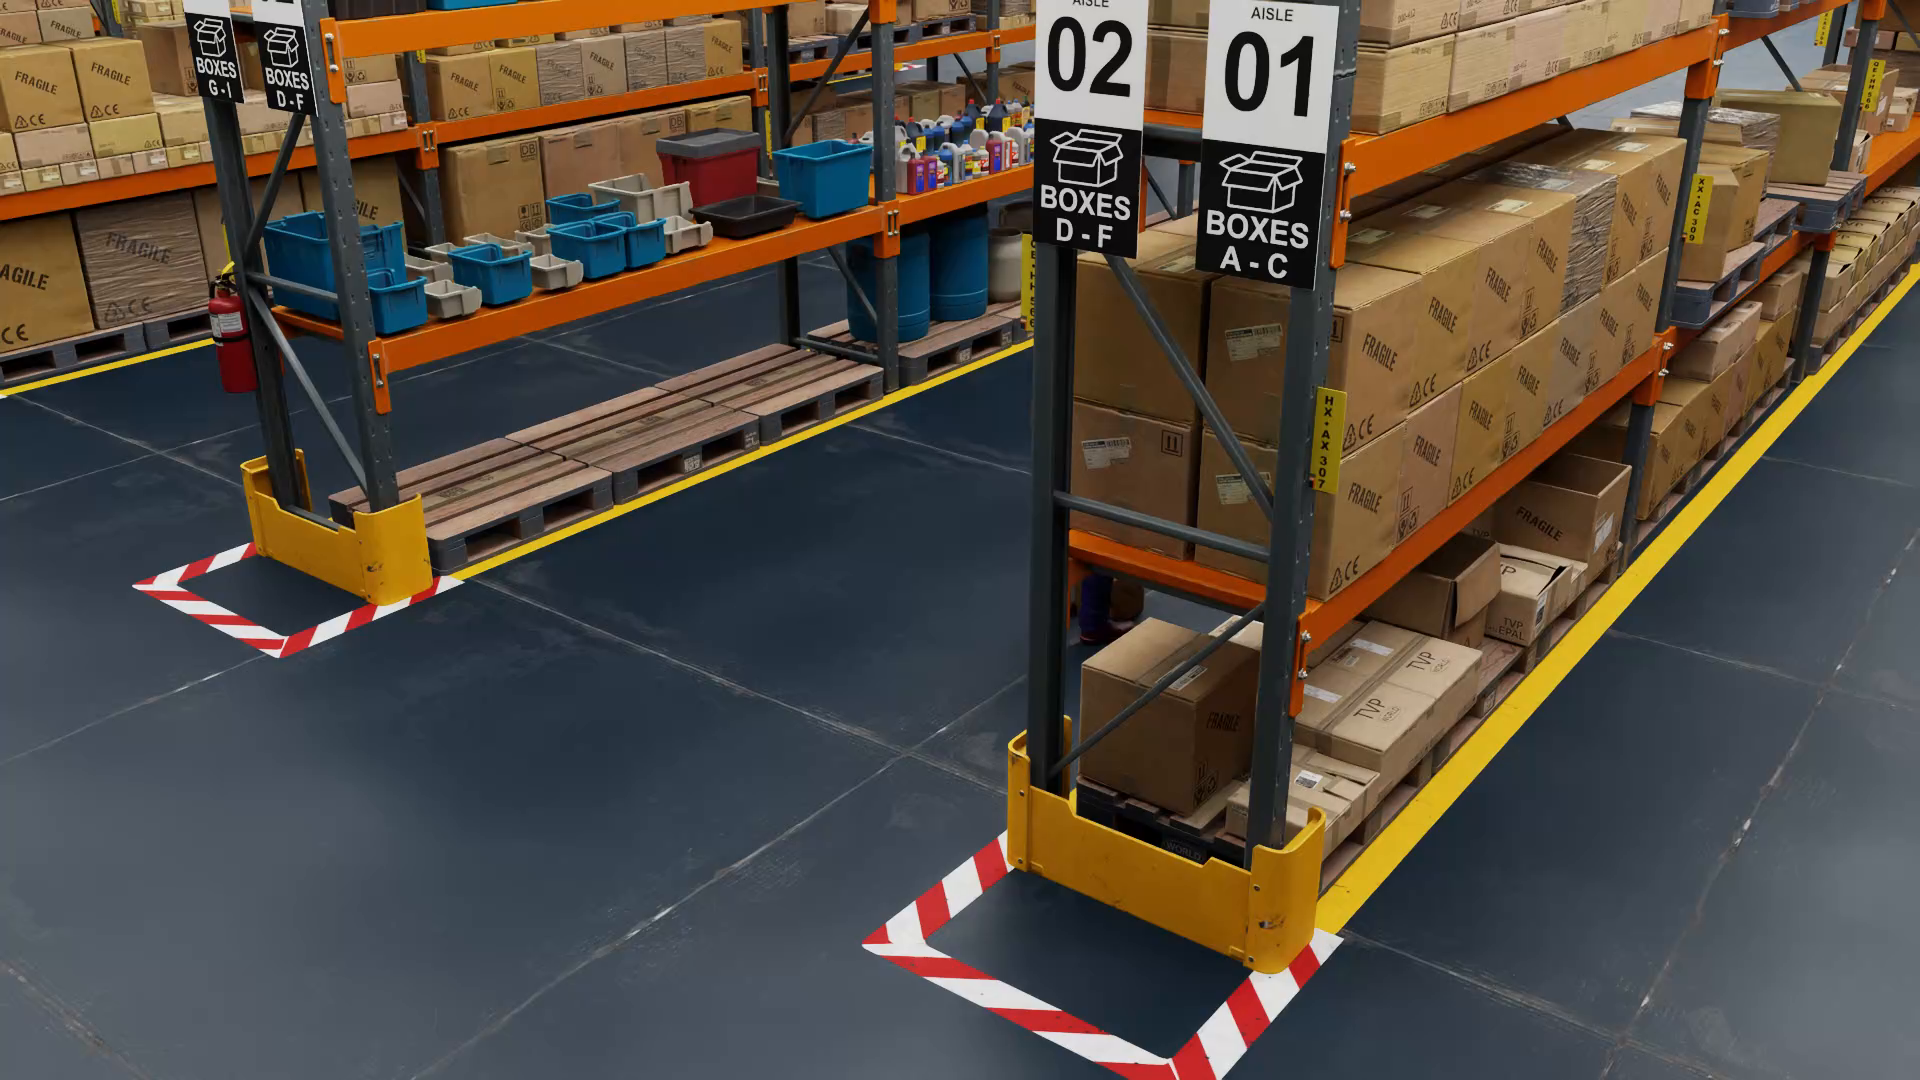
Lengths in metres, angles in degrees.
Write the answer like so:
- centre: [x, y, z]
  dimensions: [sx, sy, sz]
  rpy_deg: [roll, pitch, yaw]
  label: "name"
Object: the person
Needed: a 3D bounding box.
- centre: [0.566, -0.331, 7.865]
  dimensions: [0.372, 1.650, 0.551]
  rpy_deg: [-21, 31, -39]
  label: "person"
